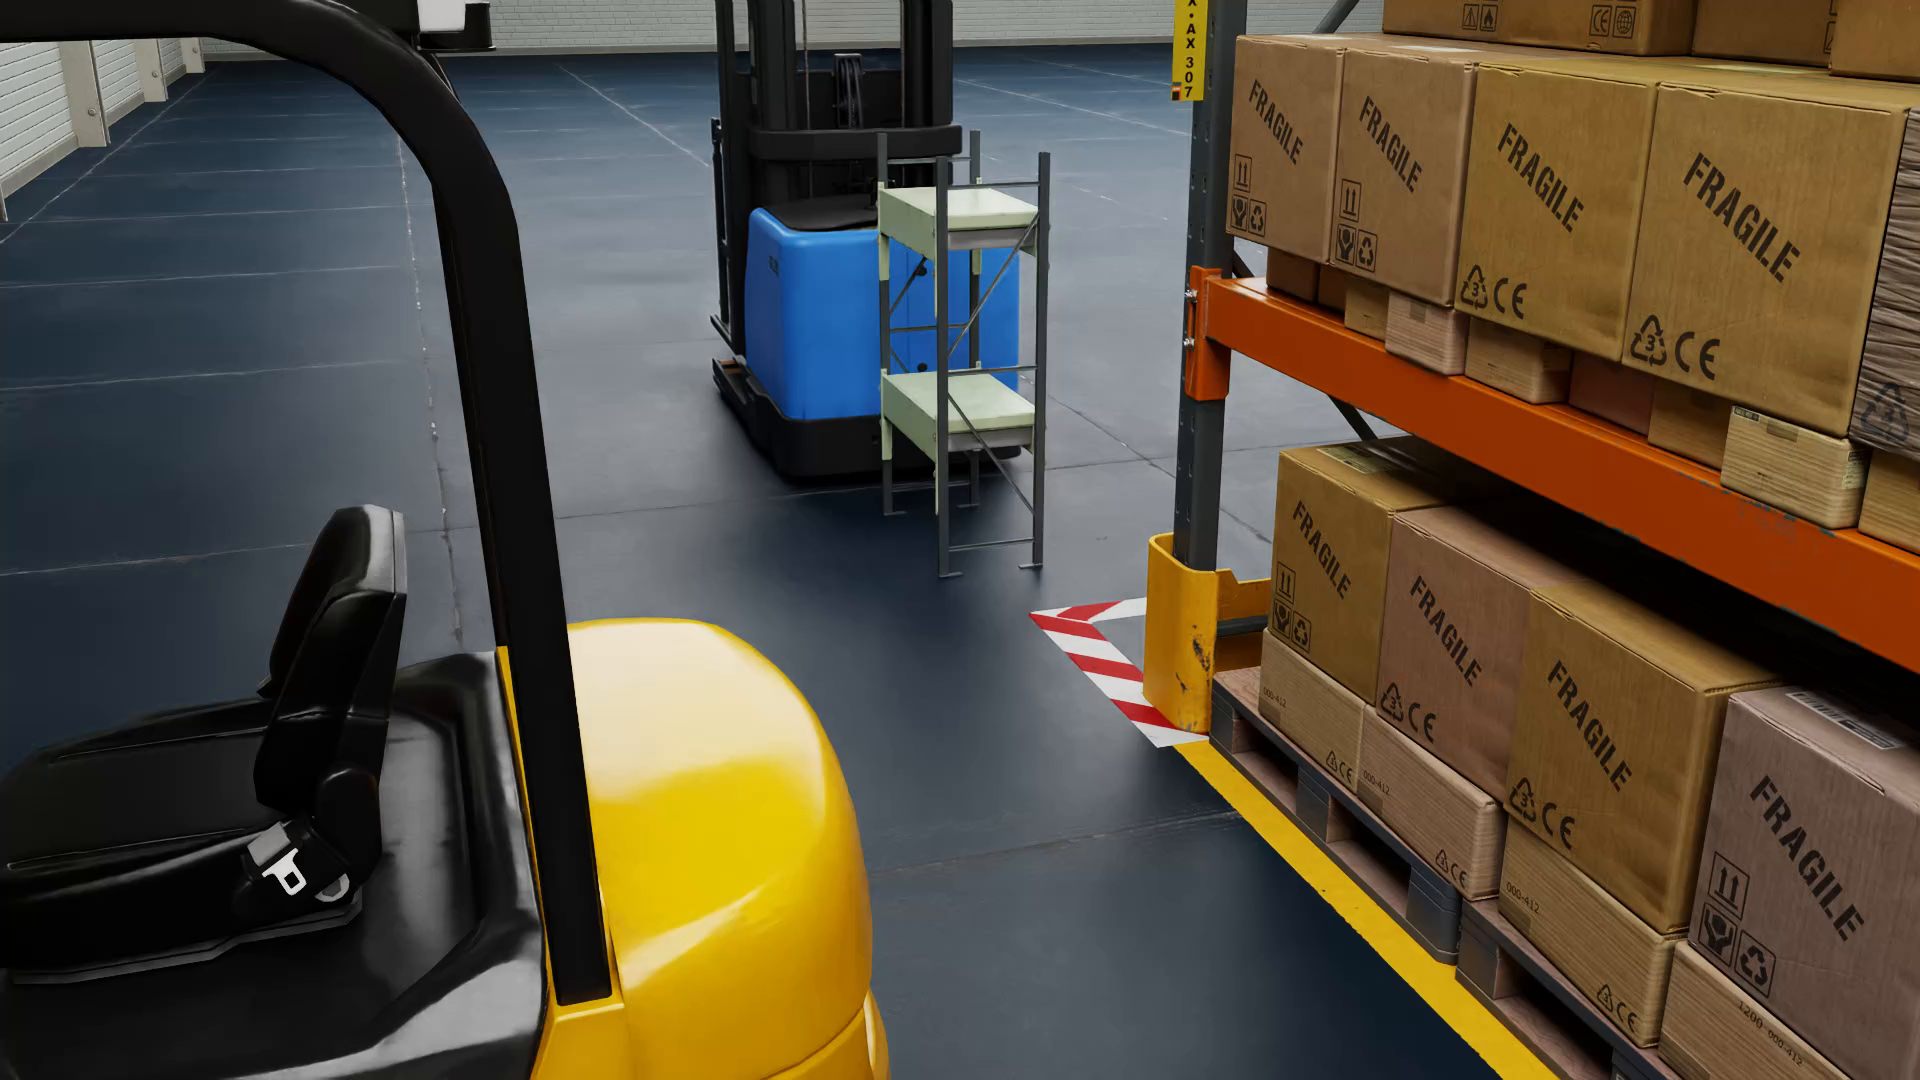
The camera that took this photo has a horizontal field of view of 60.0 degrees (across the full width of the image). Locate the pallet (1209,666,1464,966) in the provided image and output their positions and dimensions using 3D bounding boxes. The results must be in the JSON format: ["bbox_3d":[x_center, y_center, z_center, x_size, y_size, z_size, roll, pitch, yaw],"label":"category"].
[{"bbox_3d":[1.374,0.617,4.385,1.003,0.211,1.213,-6,21,-17],"label":"pallet"}]

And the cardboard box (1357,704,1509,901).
[{"bbox_3d":[1.273,0.566,3.851,0.500,0.250,0.500,-6,21,-15],"label":"cardboard box"}]

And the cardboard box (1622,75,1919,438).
[{"bbox_3d":[1.509,-0.498,2.777,0.500,0.500,0.500,-7,21,-18],"label":"cardboard box"}]

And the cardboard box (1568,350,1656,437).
[{"bbox_3d":[1.427,-0.317,3.233,0.380,0.149,0.250,-6,21,-15],"label":"cardboard box"}]

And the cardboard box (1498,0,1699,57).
[{"bbox_3d":[1.648,-1.337,3.636,0.700,0.500,0.500,-6,21,-17],"label":"cardboard box"}]

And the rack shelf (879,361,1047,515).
[{"bbox_3d":[-0.002,-0.401,6.279,0.431,0.370,0.720,-6,21,-17],"label":"rack shelf"}]

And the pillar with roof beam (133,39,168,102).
[{"bbox_3d":[-7.676,-11.119,24.059,9.100,9.000,0.400,-6,21,-17],"label":"pillar with roof beam"}]

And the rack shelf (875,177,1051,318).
[{"bbox_3d":[-0.002,-1.075,6.037,0.431,0.370,0.720,-6,21,-17],"label":"rack shelf"}]

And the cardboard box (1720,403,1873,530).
[{"bbox_3d":[1.505,-0.142,2.747,0.380,0.149,0.250,-6,21,-17],"label":"cardboard box"}]

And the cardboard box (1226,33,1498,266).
[{"bbox_3d":[1.014,-0.989,4.146,0.500,0.500,0.500,-7,21,-18],"label":"cardboard box"}]

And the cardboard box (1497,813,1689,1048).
[{"bbox_3d":[1.456,0.739,3.367,0.500,0.250,0.500,-5,20,-14],"label":"cardboard box"}]

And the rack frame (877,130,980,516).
[{"bbox_3d":[-0.117,-0.825,6.496,0.400,1.500,0.023,-6,21,-17],"label":"rack frame"}]

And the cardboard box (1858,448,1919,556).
[{"bbox_3d":[1.621,-0.064,2.528,0.380,0.149,0.250,-7,21,-18],"label":"cardboard box"}]

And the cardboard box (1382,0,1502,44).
[{"bbox_3d":[1.496,-1.501,4.090,0.700,0.500,0.500,-7,21,-19],"label":"cardboard box"}]

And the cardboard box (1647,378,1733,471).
[{"bbox_3d":[1.482,-0.229,2.989,0.380,0.149,0.250,-7,21,-19],"label":"cardboard box"}]

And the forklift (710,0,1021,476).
[{"bbox_3d":[-0.640,-2.110,7.955,1.130,2.935,3.031,-6,21,-15],"label":"forklift"}]

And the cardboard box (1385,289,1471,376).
[{"bbox_3d":[1.174,-0.475,3.673,0.380,0.149,0.250,-6,21,-16],"label":"cardboard box"}]

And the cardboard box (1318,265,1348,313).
[{"bbox_3d":[1.132,-0.655,4.174,0.380,0.149,0.250,-6,21,-16],"label":"cardboard box"}]

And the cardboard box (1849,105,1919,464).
[{"bbox_3d":[1.674,-0.334,2.321,0.500,0.500,0.500,-6,21,-16],"label":"cardboard box"}]

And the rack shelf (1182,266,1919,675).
[{"bbox_3d":[1.757,-0.003,3.053,1.077,0.370,4.000,-6,21,-17],"label":"rack shelf"}]

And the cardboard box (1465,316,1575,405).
[{"bbox_3d":[1.287,-0.395,3.452,0.380,0.149,0.250,-6,21,-16],"label":"cardboard box"}]

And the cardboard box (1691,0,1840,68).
[{"bbox_3d":[1.906,-1.185,3.210,0.700,0.500,0.500,-7,21,-18],"label":"cardboard box"}]

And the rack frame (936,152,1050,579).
[{"bbox_3d":[0.113,-0.591,5.842,0.400,1.500,0.023,-6,21,-17],"label":"rack frame"}]

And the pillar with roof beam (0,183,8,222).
[{"bbox_3d":[-3.904,-7.268,13.338,9.100,9.000,0.400,-6,21,-17],"label":"pillar with roof beam"}]

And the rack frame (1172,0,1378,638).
[{"bbox_3d":[1.128,-0.984,4.718,1.000,3.000,0.127,-6,21,-17],"label":"rack frame"}]

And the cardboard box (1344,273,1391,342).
[{"bbox_3d":[1.138,-0.561,3.913,0.380,0.149,0.250,-7,21,-19],"label":"cardboard box"}]

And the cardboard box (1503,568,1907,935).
[{"bbox_3d":[1.446,0.385,3.245,0.500,0.500,0.500,-6,21,-16],"label":"cardboard box"}]

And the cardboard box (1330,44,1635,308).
[{"bbox_3d":[1.180,-0.823,3.684,0.500,0.500,0.500,-6,21,-16],"label":"cardboard box"}]

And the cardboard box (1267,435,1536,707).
[{"bbox_3d":[1.127,0.056,4.161,0.500,0.500,0.500,-7,21,-19],"label":"cardboard box"}]

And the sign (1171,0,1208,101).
[{"bbox_3d":[0.613,-1.333,4.411,0.100,0.325,0.005,-6,21,-17],"label":"sign"}]

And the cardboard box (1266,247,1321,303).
[{"bbox_3d":[1.039,-0.735,4.396,0.380,0.149,0.250,-6,21,-17],"label":"cardboard box"}]

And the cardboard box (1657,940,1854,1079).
[{"bbox_3d":[1.612,0.902,2.915,0.500,0.250,0.500,-6,21,-16],"label":"cardboard box"}]

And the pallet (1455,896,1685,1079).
[{"bbox_3d":[1.754,1.008,3.297,1.003,0.211,1.213,-6,21,-17],"label":"pallet"}]

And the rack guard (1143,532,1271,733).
[{"bbox_3d":[1.152,0.217,5.073,1.175,0.500,0.348,-6,21,-17],"label":"rack guard"}]

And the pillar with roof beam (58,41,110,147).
[{"bbox_3d":[-5.790,-9.193,18.699,9.100,9.000,0.400,-6,21,-17],"label":"pillar with roof beam"}]

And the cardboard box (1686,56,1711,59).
[{"bbox_3d":[1.713,-0.865,3.799,0.500,0.500,0.500,-6,21,-17],"label":"cardboard box"}]

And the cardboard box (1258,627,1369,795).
[{"bbox_3d":[1.119,0.401,4.309,0.500,0.250,0.500,-7,21,-18],"label":"cardboard box"}]

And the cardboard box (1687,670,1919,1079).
[{"bbox_3d":[1.622,0.555,2.770,0.500,0.500,0.500,-5,20,-14],"label":"cardboard box"}]

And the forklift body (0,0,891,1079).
[{"bbox_3d":[-1.255,0.359,2.235,2.313,2.155,1.214,-6,21,-17],"label":"forklift body"}]

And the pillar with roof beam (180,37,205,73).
[{"bbox_3d":[-9.562,-13.044,29.420,9.100,9.000,0.400,-6,21,-17],"label":"pillar with roof beam"}]

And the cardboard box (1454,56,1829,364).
[{"bbox_3d":[1.341,-0.660,3.229,0.500,0.500,0.500,-7,21,-18],"label":"cardboard box"}]

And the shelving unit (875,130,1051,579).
[{"bbox_3d":[-0.002,-0.708,6.169,0.431,1.500,0.755,-6,21,-17],"label":"shelving unit"}]

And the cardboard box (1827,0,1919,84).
[{"bbox_3d":[1.931,-1.010,2.724,0.700,0.500,0.500,-7,21,-18],"label":"cardboard box"}]

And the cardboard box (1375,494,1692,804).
[{"bbox_3d":[1.296,0.223,3.696,0.500,0.500,0.500,-7,21,-19],"label":"cardboard box"}]
